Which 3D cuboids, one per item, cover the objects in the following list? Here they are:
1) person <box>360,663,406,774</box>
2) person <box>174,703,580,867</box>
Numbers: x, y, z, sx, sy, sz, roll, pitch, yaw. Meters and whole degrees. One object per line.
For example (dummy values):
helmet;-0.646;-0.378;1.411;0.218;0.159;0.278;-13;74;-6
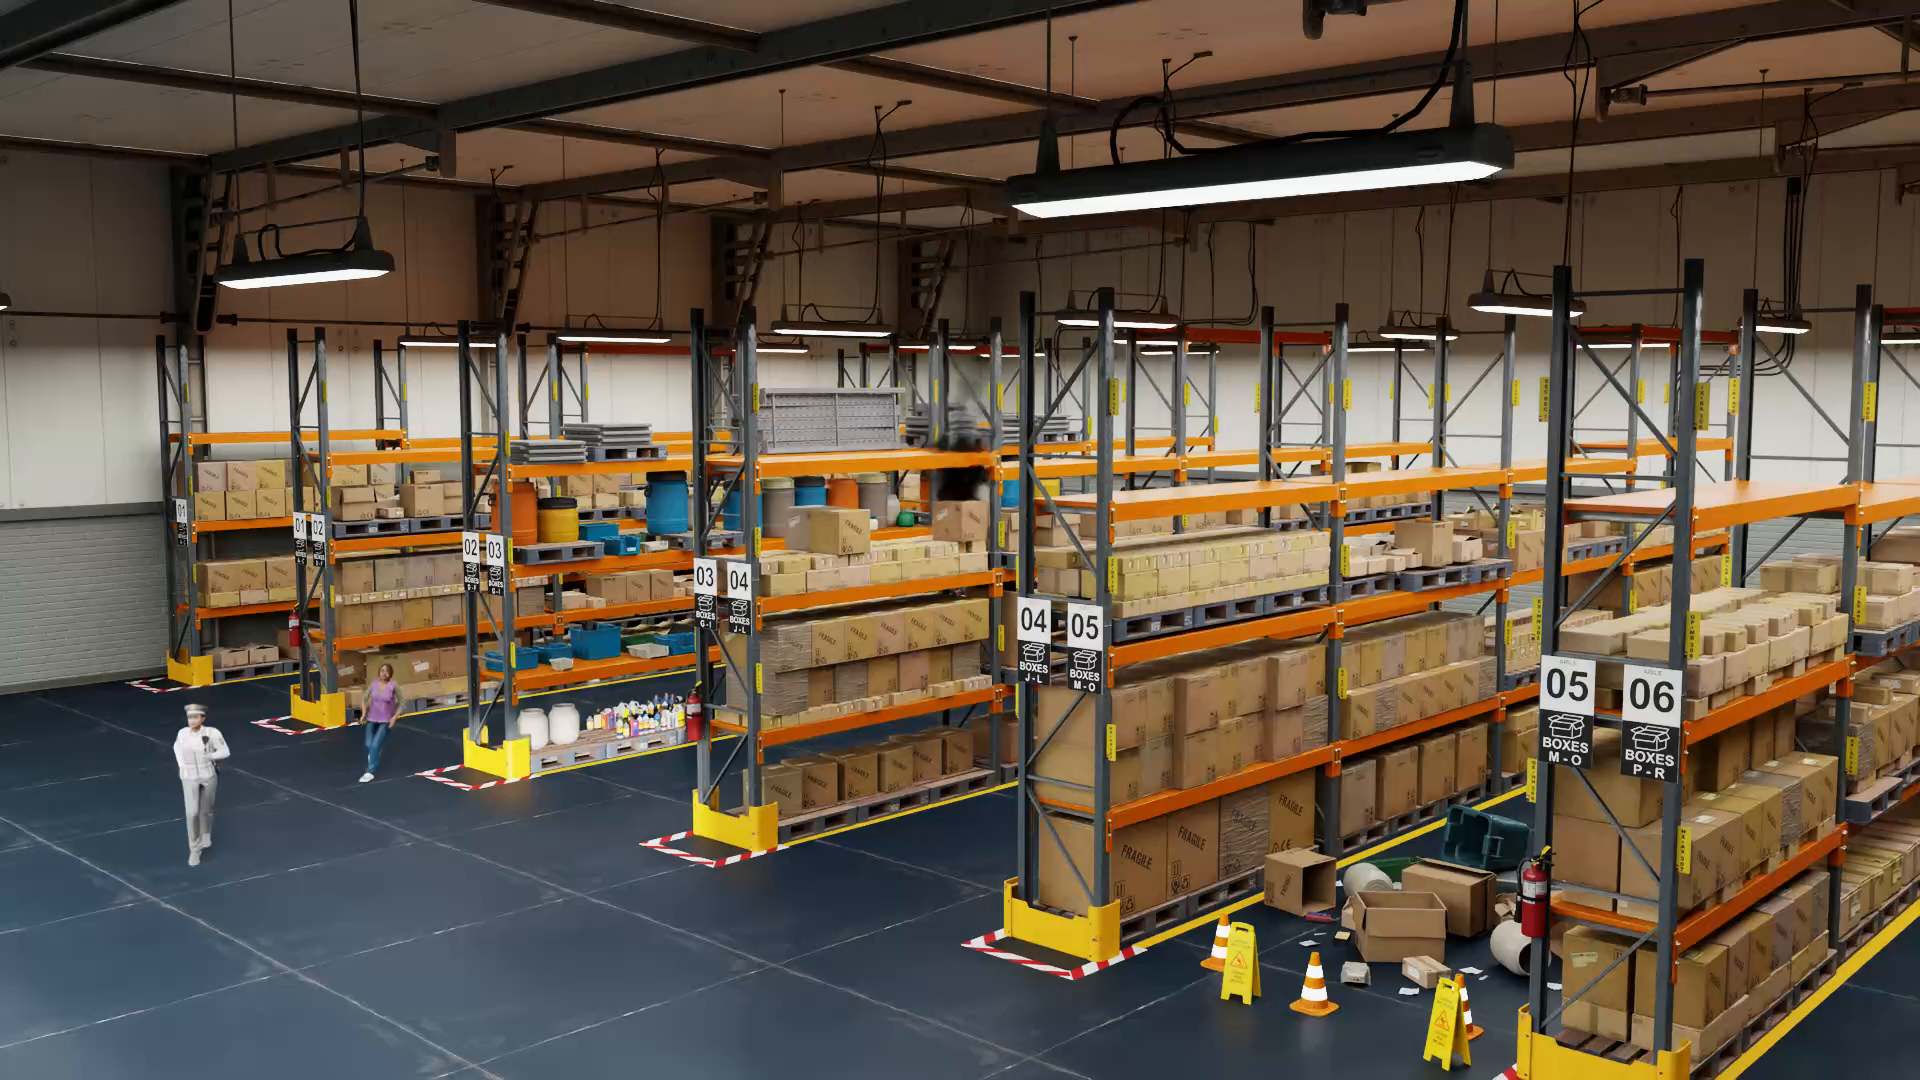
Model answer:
person;3.216;1.134;23.641;22.260;3.481;4.526;0;5;-3
person;-6.867;2.526;20.555;4.808;1.509;4.390;-2;6;-19
